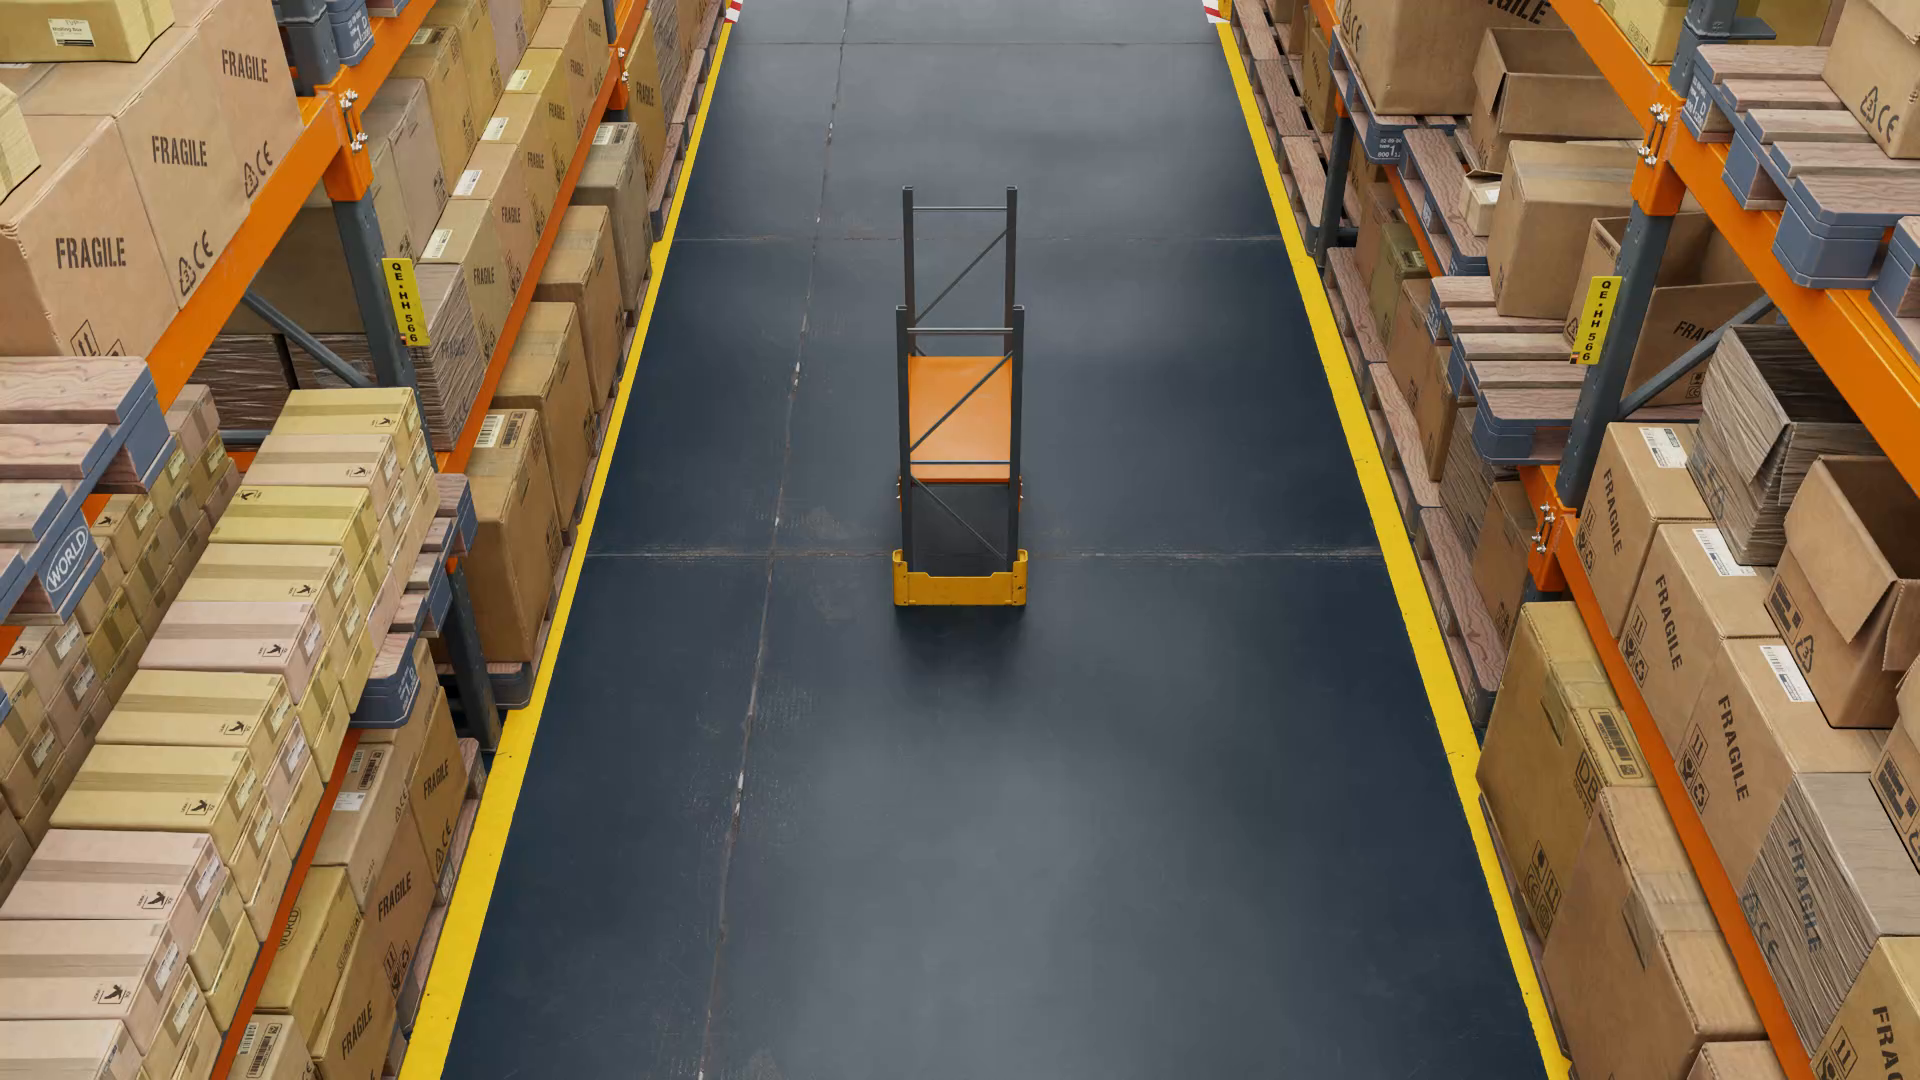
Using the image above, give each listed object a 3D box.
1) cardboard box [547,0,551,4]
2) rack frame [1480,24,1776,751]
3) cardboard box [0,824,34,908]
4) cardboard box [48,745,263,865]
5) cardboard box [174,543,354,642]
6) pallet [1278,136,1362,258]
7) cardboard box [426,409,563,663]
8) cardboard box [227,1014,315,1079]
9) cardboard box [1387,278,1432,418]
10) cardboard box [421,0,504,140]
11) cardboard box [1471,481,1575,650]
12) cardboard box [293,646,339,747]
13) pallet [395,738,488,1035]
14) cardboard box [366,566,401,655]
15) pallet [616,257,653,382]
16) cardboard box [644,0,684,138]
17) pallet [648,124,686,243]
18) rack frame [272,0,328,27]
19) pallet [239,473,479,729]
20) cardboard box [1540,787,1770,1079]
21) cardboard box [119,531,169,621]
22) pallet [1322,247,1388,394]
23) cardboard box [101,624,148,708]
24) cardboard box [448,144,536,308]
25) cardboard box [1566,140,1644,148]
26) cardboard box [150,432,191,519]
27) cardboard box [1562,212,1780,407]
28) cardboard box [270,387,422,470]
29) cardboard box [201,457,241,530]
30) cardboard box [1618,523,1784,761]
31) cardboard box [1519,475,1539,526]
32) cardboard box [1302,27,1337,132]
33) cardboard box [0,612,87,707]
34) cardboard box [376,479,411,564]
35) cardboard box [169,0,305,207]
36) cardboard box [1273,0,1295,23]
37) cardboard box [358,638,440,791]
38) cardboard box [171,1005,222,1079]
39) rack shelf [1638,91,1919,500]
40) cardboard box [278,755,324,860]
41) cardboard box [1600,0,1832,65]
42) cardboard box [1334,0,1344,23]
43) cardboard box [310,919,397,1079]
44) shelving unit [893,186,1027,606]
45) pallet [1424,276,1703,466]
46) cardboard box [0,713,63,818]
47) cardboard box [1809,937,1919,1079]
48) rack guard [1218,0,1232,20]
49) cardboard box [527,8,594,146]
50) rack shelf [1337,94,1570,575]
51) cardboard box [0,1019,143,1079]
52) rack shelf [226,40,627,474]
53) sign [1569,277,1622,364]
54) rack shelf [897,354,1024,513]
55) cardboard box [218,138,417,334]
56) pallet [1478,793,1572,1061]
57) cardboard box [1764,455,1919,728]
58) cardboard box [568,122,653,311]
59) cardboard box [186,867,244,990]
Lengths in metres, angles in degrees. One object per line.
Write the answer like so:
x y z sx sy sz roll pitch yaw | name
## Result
-2.361 -2.971 8.180 0.700 0.500 0.500 -1 39 -1 | cardboard box
2.597 -0.292 5.715 1.000 3.000 0.127 0 39 0 | rack frame
-2.562 0.855 4.150 0.380 0.149 0.250 -1 39 -2 | cardboard box
-1.905 0.628 3.957 0.380 0.149 0.250 1 39 1 | cardboard box
-1.902 0.145 4.560 0.380 0.149 0.250 1 39 1 | cardboard box
2.556 -2.125 10.233 1.003 0.211 1.213 0 39 0 | pallet
-2.274 -0.018 6.837 1.050 0.750 0.750 -1 39 -1 | cardboard box
-2.094 1.555 4.475 0.500 0.250 0.500 1 39 2 | cardboard box
2.554 -0.957 8.193 0.700 0.500 0.500 -3 39 -4 | cardboard box
-2.359 -2.018 6.990 0.700 0.500 0.500 0 39 0 | cardboard box
2.576 0.093 6.882 0.700 0.500 0.500 -2 39 -2 | cardboard box
-1.904 0.419 4.456 0.380 0.149 0.250 0 39 0 | cardboard box
-2.364 1.226 6.052 1.003 0.211 1.213 0 39 0 | pallet
-1.904 0.207 4.958 0.380 0.149 0.250 1 39 1 | cardboard box
-2.291 -1.282 9.181 1.003 0.211 1.213 0 39 0 | pallet
-2.303 -3.144 10.638 0.875 0.875 0.875 0 39 0 | cardboard box
-2.290 -2.240 10.377 1.003 0.211 1.213 0 39 0 | pallet
-2.363 -2.692 3.914 1.000 3.000 0.127 0 39 0 | rack frame
-2.256 0.169 5.294 1.213 0.211 1.003 0 39 0 | pallet
2.570 1.363 5.014 1.225 0.875 0.875 0 39 0 | cardboard box
-2.557 0.106 4.847 0.380 0.149 0.250 -1 39 -1 | cardboard box
2.595 -1.218 9.101 1.003 0.211 1.213 0 39 0 | pallet
-2.562 0.368 4.757 0.380 0.149 0.250 2 39 2 | cardboard box
-2.097 -1.305 6.899 0.500 0.500 0.500 0 39 0 | cardboard box
2.825 -1.445 6.939 0.500 0.250 0.500 -1 39 -1 | cardboard box
-2.553 -0.192 4.980 0.380 0.149 0.250 -1 39 -1 | cardboard box
2.556 -0.832 5.974 0.500 0.500 0.500 -5 39 -6 | cardboard box
-1.904 -0.343 5.169 0.380 0.149 0.250 -1 39 -2 | cardboard box
-2.564 -0.137 5.388 0.380 0.149 0.250 -1 39 -1 | cardboard box
2.328 0.296 4.902 0.500 0.500 0.500 -1 39 -1 | cardboard box
2.566 -0.199 6.648 0.500 0.250 0.500 1 39 2 | cardboard box
2.544 -2.978 10.731 0.500 0.500 0.500 -3 39 -4 | cardboard box
-2.556 0.296 4.371 0.380 0.149 0.250 2 39 2 | cardboard box
-1.905 -0.058 5.051 0.380 0.149 0.250 1 39 2 | cardboard box
-2.108 -1.204 4.375 0.500 0.500 0.500 0 39 0 | cardboard box
2.572 -4.092 12.121 0.500 0.500 0.500 7 39 8 | cardboard box
-2.100 0.595 5.672 0.500 0.250 0.500 -1 39 -1 | cardboard box
-1.901 1.192 3.729 0.380 0.149 0.250 -2 39 -2 | cardboard box
2.599 0.069 3.442 1.077 0.370 4.000 0 39 0 | rack shelf
-1.907 0.693 4.351 0.380 0.149 0.250 1 39 1 | cardboard box
2.351 -1.701 5.195 0.500 0.250 0.500 0 39 0 | cardboard box
2.307 -2.986 9.278 0.380 0.149 0.250 0 39 0 | cardboard box
-2.087 1.527 5.109 0.500 0.500 0.500 -2 39 -2 | cardboard box
0.000 -0.633 7.340 0.587 1.500 1.083 0 39 0 | shelving unit
2.490 -0.662 6.331 1.213 0.211 1.003 0 39 0 | pallet
-2.560 0.575 4.262 0.380 0.149 0.250 0 39 0 | cardboard box
2.327 1.242 3.721 0.500 0.500 0.500 0 39 -1 | cardboard box
2.588 -4.272 12.680 1.175 0.500 0.348 0 39 0 | rack guard
-2.099 -2.250 8.079 0.500 0.500 0.500 0 39 -1 | cardboard box
2.595 -1.262 7.501 1.077 0.370 4.000 0 39 0 | rack shelf
-1.901 1.115 3.350 0.380 0.149 0.250 -1 39 -1 | cardboard box
-2.365 -1.321 7.575 1.077 0.370 4.000 0 39 0 | rack shelf
2.054 -0.706 5.370 0.100 0.325 0.005 0 39 0 | sign
0.000 -0.498 7.460 0.538 0.185 1.000 0 39 0 | rack shelf
-2.354 -1.061 5.796 0.700 0.500 0.500 0 39 0 | cardboard box
2.523 1.290 5.972 1.003 0.211 1.213 0 39 0 | pallet
2.580 0.143 4.291 0.797 0.503 0.637 1 39 1 | cardboard box
-2.277 -1.751 8.999 1.050 0.750 0.750 0 39 0 | cardboard box
-1.905 0.901 3.854 0.380 0.149 0.250 -1 39 -1 | cardboard box
